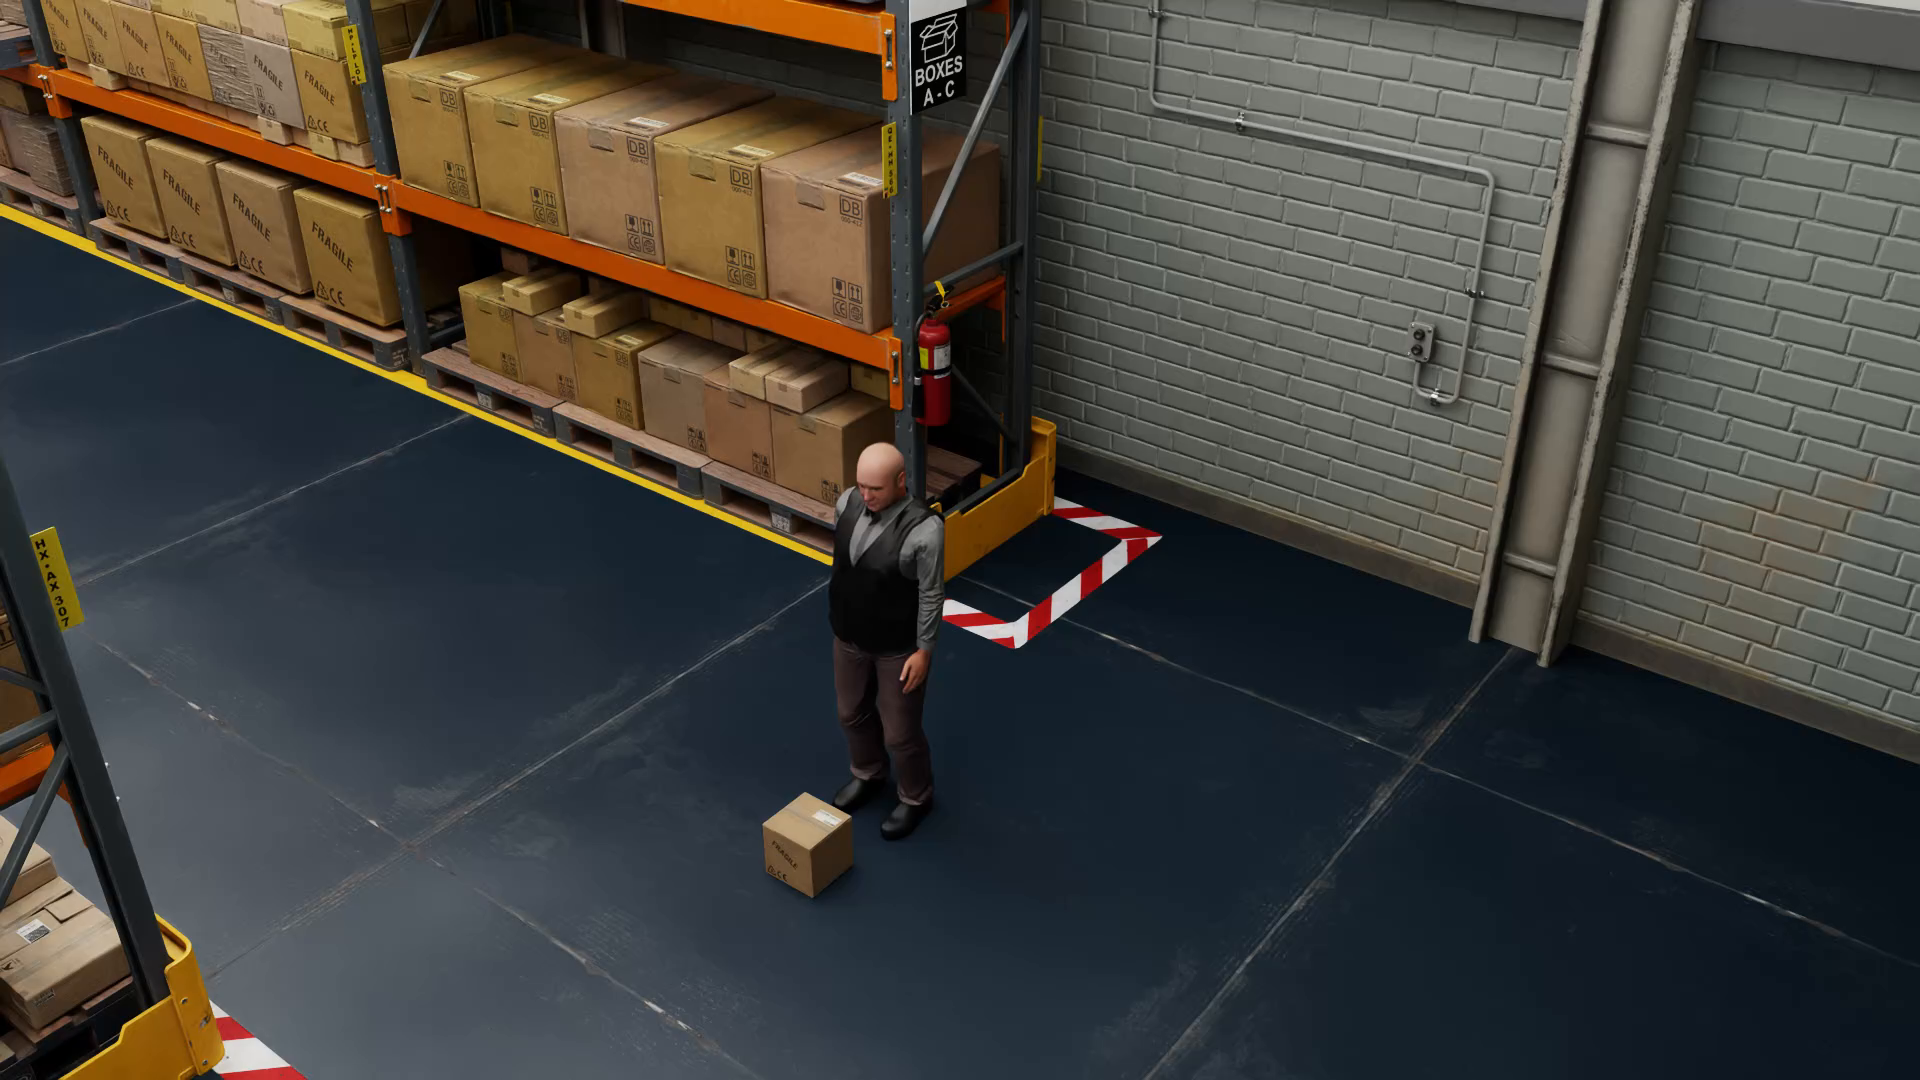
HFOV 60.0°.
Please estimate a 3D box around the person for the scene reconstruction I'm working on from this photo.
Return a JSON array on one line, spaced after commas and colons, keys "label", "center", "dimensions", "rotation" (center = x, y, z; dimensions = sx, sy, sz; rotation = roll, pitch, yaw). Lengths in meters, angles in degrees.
[{"label": "person", "center": [-0.287, 0.386, 6.518], "dimensions": [0.534, 1.712, 0.356], "rotation": [22, 37, 32]}]
